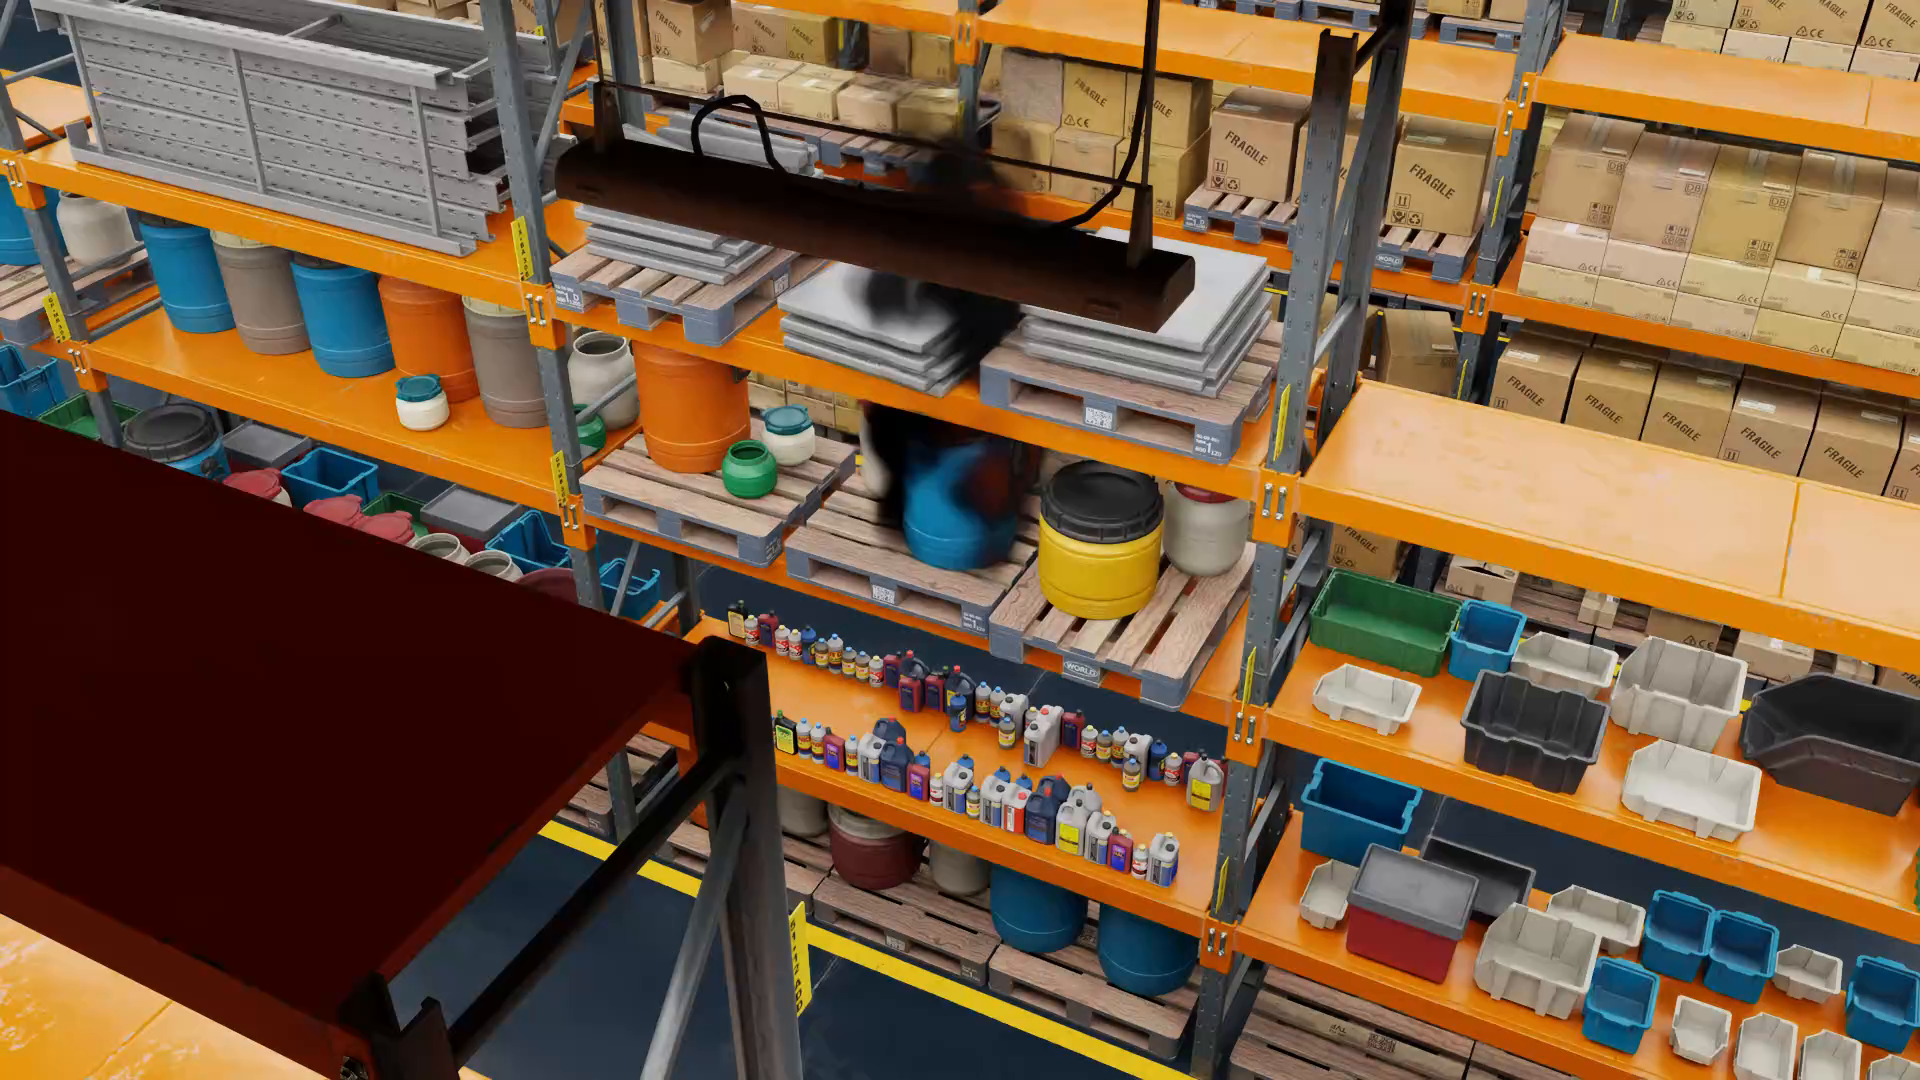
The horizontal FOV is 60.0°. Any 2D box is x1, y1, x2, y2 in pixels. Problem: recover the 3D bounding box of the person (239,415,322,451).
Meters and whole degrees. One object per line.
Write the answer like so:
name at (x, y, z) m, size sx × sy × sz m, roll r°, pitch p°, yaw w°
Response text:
person at (-6.090, -1.431, 14.450) m, size 0.822 × 1.757 × 0.661 m, roll 15°, pitch 38°, yaw 20°
